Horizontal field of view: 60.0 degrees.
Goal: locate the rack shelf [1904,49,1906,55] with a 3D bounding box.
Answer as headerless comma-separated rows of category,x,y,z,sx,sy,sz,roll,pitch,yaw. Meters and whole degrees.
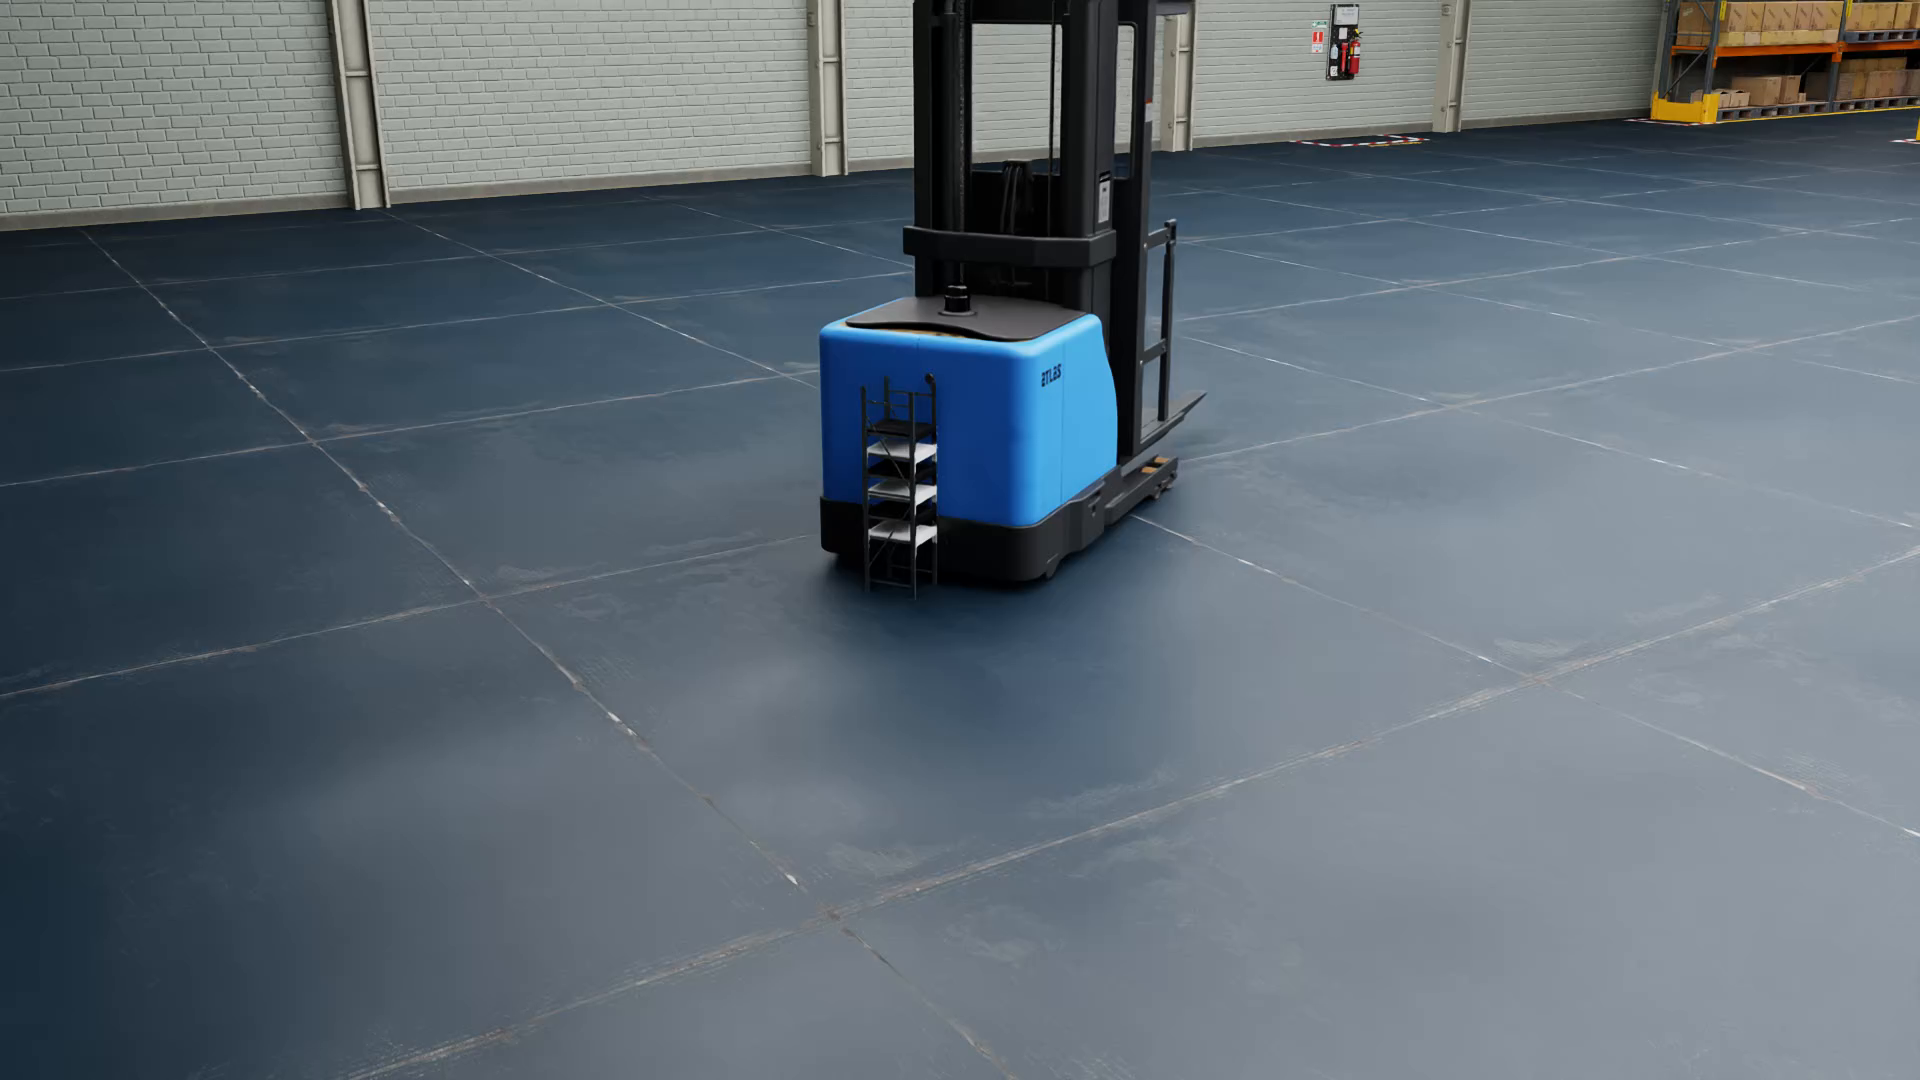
rack shelf,21.543,-10.520,35.301,4.000,0.370,1.077,-12,22,-31

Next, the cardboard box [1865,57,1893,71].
cardboard box,18.362,-9.571,33.418,0.500,0.250,0.500,-12,22,-32

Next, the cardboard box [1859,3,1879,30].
cardboard box,17.446,-10.237,32.497,0.500,0.500,0.700,-9,21,-26

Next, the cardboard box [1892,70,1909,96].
cardboard box,18.805,-9.332,33.881,0.500,0.500,0.700,-12,22,-31

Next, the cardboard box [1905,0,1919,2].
cardboard box,19.340,-10.942,33.571,0.250,0.149,0.380,-17,25,-40

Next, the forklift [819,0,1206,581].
forklift,0.467,-1.644,8.031,1.130,2.935,3.031,9,21,24

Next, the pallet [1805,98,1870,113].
pallet,17.181,-8.620,32.913,1.213,0.211,1.003,-12,22,-31

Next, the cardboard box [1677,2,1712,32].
cardboard box,13.468,-9.533,30.290,0.500,0.500,0.500,-12,22,-32

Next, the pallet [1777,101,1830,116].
pallet,15.990,-8.355,32.129,1.213,0.211,1.003,-12,22,-31

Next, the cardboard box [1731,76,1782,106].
cardboard box,14.934,-8.437,31.235,0.500,0.500,0.700,-14,23,-35

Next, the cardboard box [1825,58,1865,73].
cardboard box,17.503,-9.396,32.899,0.500,0.250,0.500,-12,22,-33

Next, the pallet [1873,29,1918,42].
pallet,18.241,-10.058,33.111,1.213,0.211,1.003,-12,22,-31

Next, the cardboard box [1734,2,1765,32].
cardboard box,14.173,-9.481,30.137,0.500,0.500,0.500,-12,22,-31

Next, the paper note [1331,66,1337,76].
paper note,6.018,-7.542,26.745,0.142,0.148,0.016,-12,22,-31

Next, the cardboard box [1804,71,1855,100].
cardboard box,17.137,-8.962,32.786,0.500,0.500,0.700,-11,22,-30

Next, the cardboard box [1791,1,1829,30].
cardboard box,15.893,-9.842,31.205,0.500,0.500,0.500,-12,22,-32

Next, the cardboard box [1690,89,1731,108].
cardboard box,13.818,-8.132,30.625,0.500,0.311,0.500,-15,24,-37

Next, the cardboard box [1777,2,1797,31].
cardboard box,15.033,-9.664,30.680,0.500,0.500,0.500,-11,22,-30

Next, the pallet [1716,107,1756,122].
pallet,13.952,-7.925,30.857,1.213,0.211,1.003,-12,22,-31

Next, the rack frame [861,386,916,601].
rack frame,-0.295,-0.185,6.888,0.240,0.900,0.006,9,21,24

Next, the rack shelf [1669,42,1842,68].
rack shelf,14.861,-9.111,31.133,4.000,0.370,1.077,-12,22,-31

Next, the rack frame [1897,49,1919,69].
rack frame,19.872,-10.508,34.144,0.127,3.000,1.000,-12,22,-31

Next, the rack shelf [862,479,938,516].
rack shelf,-0.251,-0.183,6.985,0.258,0.077,0.200,9,21,24

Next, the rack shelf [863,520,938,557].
rack shelf,-0.251,-0.013,7.043,0.258,0.077,0.200,9,21,24

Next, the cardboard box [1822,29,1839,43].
cardboard box,16.303,-9.578,31.594,0.500,0.250,0.500,-12,22,-31

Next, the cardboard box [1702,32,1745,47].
cardboard box,13.773,-9.039,30.000,0.500,0.250,0.500,-13,22,-33

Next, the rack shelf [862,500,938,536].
rack shelf,-0.251,-0.098,7.014,0.258,0.077,0.200,9,21,24

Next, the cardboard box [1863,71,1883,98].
cardboard box,17.989,-9.146,33.329,0.500,0.500,0.700,-12,22,-31

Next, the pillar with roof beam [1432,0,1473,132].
pillar with roof beam,10.656,-10.087,23.532,0.400,9.000,9.100,-12,22,-31

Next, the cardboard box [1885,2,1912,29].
cardboard box,18.457,-10.453,33.138,0.500,0.500,0.700,-12,22,-31

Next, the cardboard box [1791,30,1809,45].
cardboard box,15.470,-9.399,31.067,0.500,0.250,0.500,-12,22,-32

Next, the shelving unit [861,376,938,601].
shelving unit,-0.251,-0.215,6.975,0.258,0.900,0.210,9,21,24

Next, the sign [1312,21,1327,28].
sign,5.694,-8.168,26.340,0.331,0.109,0.001,-12,22,-31

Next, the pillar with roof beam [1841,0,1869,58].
pillar with roof beam,20.678,-12.201,29.784,0.400,9.000,9.100,-12,22,-31

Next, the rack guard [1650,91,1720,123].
rack guard,13.254,-7.928,30.416,0.348,0.500,1.175,-12,22,-31

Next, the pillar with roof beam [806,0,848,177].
pillar with roof beam,0.634,-7.974,17.280,0.400,9.000,9.100,-12,22,-31

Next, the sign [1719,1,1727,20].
sign,13.489,-9.364,29.408,0.005,0.325,0.100,-12,22,-31

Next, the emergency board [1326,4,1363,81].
emergency board,6.204,-7.972,26.642,0.643,1.169,0.194,-12,22,-31

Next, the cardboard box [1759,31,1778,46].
cardboard box,14.628,-9.222,30.542,0.500,0.250,0.500,-12,22,-32

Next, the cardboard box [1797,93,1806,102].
cardboard box,16.101,-8.568,32.141,0.250,0.166,0.380,-16,24,-38
